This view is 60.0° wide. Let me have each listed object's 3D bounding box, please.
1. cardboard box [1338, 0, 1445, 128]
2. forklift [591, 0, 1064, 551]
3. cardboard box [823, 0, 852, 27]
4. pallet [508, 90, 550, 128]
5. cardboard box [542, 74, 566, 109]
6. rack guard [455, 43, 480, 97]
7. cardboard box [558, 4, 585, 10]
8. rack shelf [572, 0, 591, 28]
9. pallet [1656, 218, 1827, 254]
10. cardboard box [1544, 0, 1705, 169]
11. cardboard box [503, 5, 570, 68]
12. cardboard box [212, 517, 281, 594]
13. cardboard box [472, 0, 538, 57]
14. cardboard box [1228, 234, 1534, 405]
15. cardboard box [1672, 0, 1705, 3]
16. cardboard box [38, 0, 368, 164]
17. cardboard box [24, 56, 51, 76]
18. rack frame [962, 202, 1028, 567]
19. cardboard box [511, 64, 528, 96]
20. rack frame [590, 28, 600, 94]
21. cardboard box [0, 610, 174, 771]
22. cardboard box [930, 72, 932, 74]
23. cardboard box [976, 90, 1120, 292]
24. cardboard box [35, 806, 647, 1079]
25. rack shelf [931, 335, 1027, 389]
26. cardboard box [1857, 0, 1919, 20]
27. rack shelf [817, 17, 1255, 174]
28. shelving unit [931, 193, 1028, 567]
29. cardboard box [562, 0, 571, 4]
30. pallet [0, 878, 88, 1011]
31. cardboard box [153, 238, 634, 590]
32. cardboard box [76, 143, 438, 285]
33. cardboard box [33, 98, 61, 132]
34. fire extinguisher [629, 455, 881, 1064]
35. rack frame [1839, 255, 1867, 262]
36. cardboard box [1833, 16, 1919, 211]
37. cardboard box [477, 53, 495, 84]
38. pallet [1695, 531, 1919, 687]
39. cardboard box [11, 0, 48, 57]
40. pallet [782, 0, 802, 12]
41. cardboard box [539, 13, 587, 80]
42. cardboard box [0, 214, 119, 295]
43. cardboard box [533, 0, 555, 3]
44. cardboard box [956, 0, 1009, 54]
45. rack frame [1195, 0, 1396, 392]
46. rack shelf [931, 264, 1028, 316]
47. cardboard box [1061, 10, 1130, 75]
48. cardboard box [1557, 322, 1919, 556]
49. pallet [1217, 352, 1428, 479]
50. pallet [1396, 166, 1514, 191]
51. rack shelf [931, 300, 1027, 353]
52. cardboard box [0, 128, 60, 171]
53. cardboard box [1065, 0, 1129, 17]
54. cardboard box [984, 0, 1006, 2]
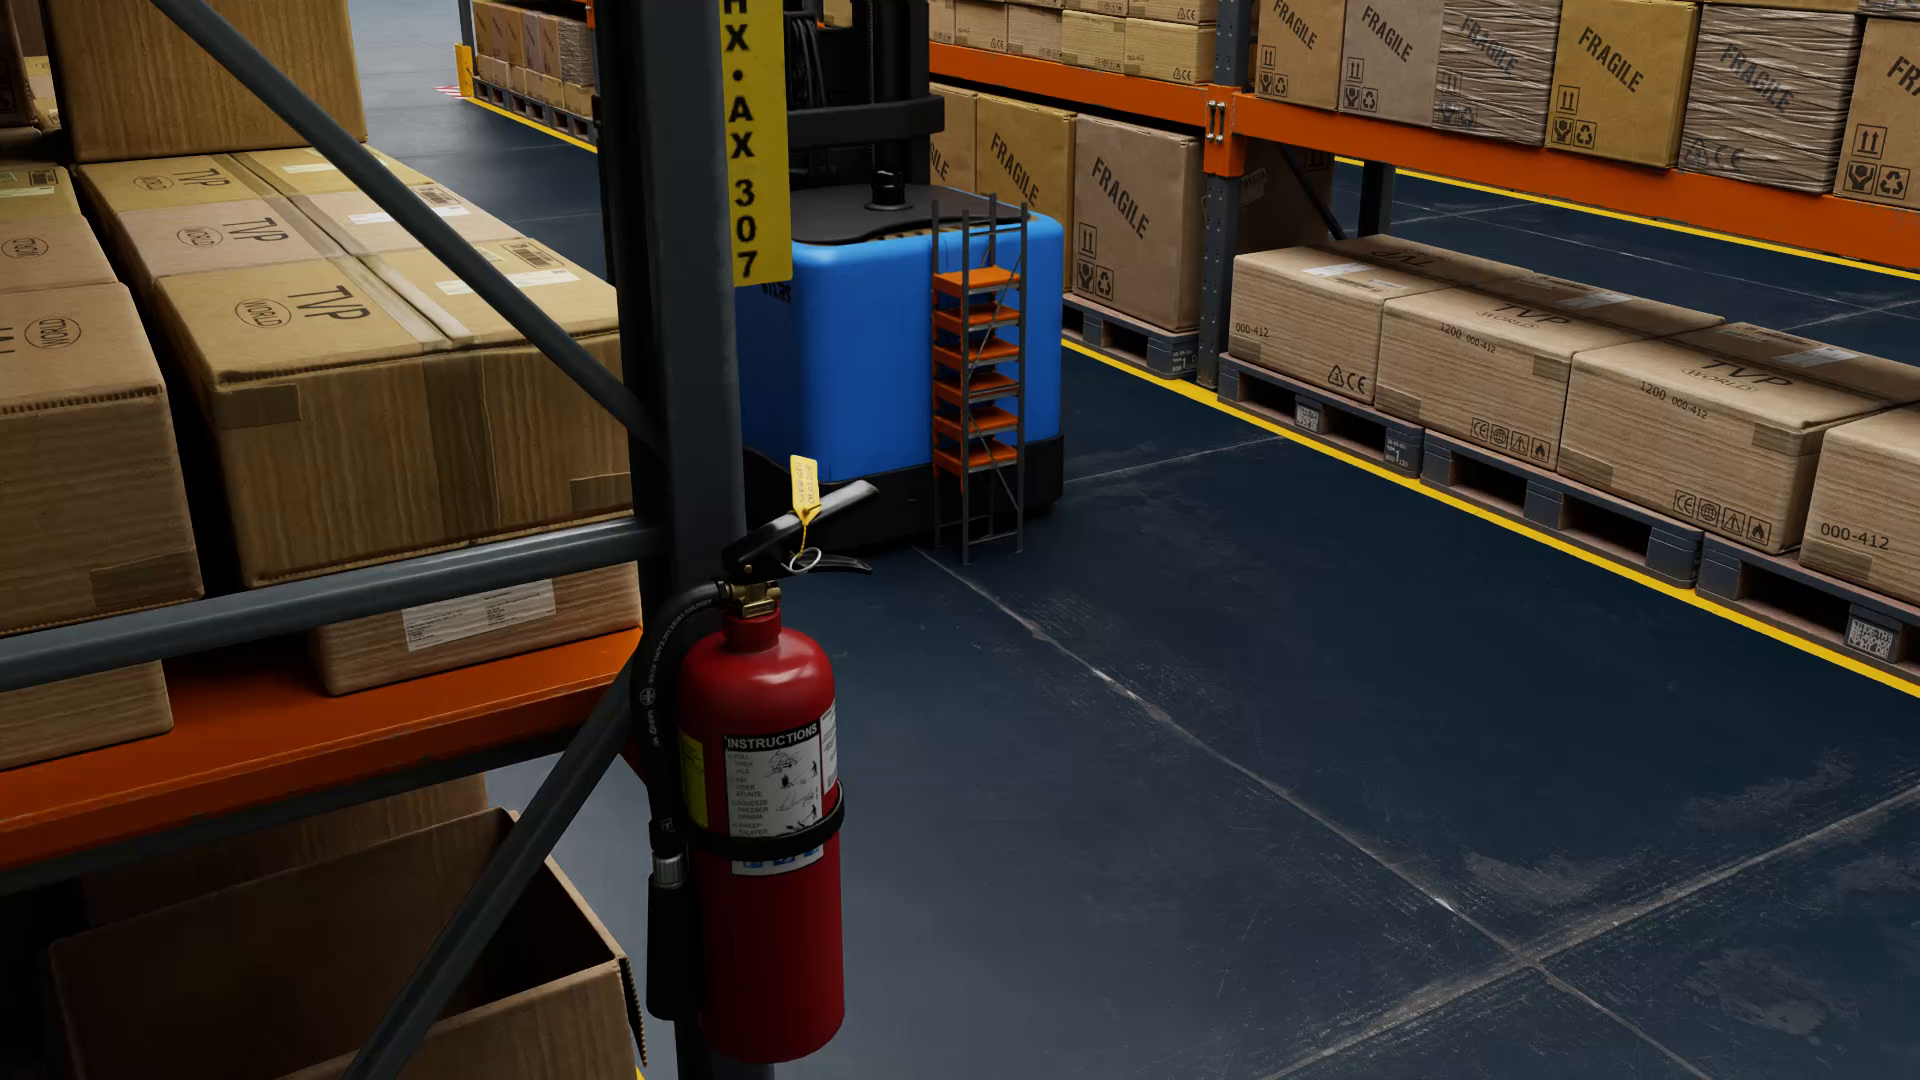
[{"bbox_3d":[1.798,-1.850,6.248,0.500,0.500,0.500,-12,25,-28],"label":"cardboard box"},{"bbox_3d":[-0.831,-1.826,6.411,1.130,2.935,3.031,-13,26,-29],"label":"forklift"},{"bbox_3d":[-0.479,-3.189,9.872,0.500,0.250,0.500,-13,26,-29],"label":"cardboard box"},{"bbox_3d":[-3.557,-4.074,15.554,1.003,0.211,1.213,-13,25,-28],"label":"pallet"},{"bbox_3d":[-3.370,-3.991,14.740,0.500,0.250,0.500,-13,26,-30],"label":"cardboard box"},{"bbox_3d":[-4.561,-4.872,17.134,1.175,0.500,0.348,-13,25,-28],"label":"rack guard"},{"bbox_3d":[-3.445,-4.781,15.687,0.500,0.500,0.500,-13,26,-29],"label":"cardboard box"},{"bbox_3d":[-3.578,-5.074,15.266,1.077,0.370,4.000,-13,25,-28],"label":"rack shelf"},{"bbox_3d":[5.335,-2.115,10.734,1.003,0.211,1.213,-13,25,-28],"label":"pallet"},{"bbox_3d":[2.310,-1.521,5.438,0.500,0.500,0.500,-12,25,-27],"label":"cardboard box"},{"bbox_3d":[-3.893,-4.668,15.412,0.500,0.500,0.500,-12,25,-27],"label":"cardboard box"},{"bbox_3d":[-0.794,-0.035,2.249,0.380,0.149,0.250,-12,25,-27],"label":"cardboard box"},{"bbox_3d":[-4.413,-5.001,16.229,0.500,0.500,0.500,-14,26,-30],"label":"cardboard box"},{"bbox_3d":[1.759,-0.954,7.019,0.875,0.438,0.875,-13,25,-29],"label":"cardboard box"},{"bbox_3d":[2.325,-1.982,5.244,0.500,0.500,0.500,-13,25,-29],"label":"cardboard box"},{"bbox_3d":[-1.459,-1.019,3.144,0.500,0.500,0.500,-12,25,-27],"label":"cardboard box"},{"bbox_3d":[-2.265,-1.164,4.497,0.500,0.250,0.500,-12,25,-27],"label":"cardboard box"},{"bbox_3d":[0.111,-0.489,5.421,0.240,1.200,0.006,-13,26,-29],"label":"rack frame"},{"bbox_3d":[-3.881,-4.320,15.550,0.500,0.250,0.500,-11,24,-25],"label":"cardboard box"},{"bbox_3d":[-2.556,-4.760,13.538,1.000,3.000,0.127,-13,25,-28],"label":"rack frame"},{"bbox_3d":[-1.092,0.141,1.813,0.380,0.149,0.250,-13,25,-29],"label":"cardboard box"},{"bbox_3d":[-0.232,-2.436,10.084,0.875,0.875,0.875,-13,25,-29],"label":"cardboard box"},{"bbox_3d":[0.677,-1.857,8.659,0.875,0.875,0.875,-12,25,-27],"label":"cardboard box"},{"bbox_3d":[-0.923,0.826,2.552,0.797,0.503,0.637,-14,26,-30],"label":"cardboard box"},{"bbox_3d":[0.062,-0.588,5.464,0.258,0.103,0.180,-13,26,-29],"label":"rack shelf"},{"bbox_3d":[2.830,-1.659,4.448,0.500,0.500,0.500,-13,25,-28],"label":"cardboard box"},{"bbox_3d":[0.509,-2.484,8.895,1.077,0.370,4.000,-13,25,-28],"label":"rack shelf"},{"bbox_3d":[0.062,-0.518,5.493,0.258,1.200,0.189,-13,26,-29],"label":"shelving unit"},{"bbox_3d":[-3.595,-5.226,15.922,0.380,0.149,0.250,-12,25,-27],"label":"cardboard box"},{"bbox_3d":[-1.758,0.696,3.820,1.003,0.211,1.213,-13,25,-28],"label":"pallet"},{"bbox_3d":[-0.692,-0.186,2.090,0.500,0.250,0.500,-12,25,-28],"label":"cardboard box"},{"bbox_3d":[-1.212,-0.513,2.894,0.500,0.250,0.500,-13,26,-29],"label":"cardboard box"},{"bbox_3d":[-1.753,-0.841,3.702,0.500,0.250,0.500,-13,25,-29],"label":"cardboard box"},{"bbox_3d":[-0.219,0.248,1.816,0.296,0.674,0.183,-13,25,-28],"label":"fire extinguisher"},{"bbox_3d":[5.734,-3.155,9.590,1.000,3.000,0.127,-13,25,-28],"label":"rack frame"},{"bbox_3d":[2.856,-1.192,4.628,0.500,0.500,0.500,-13,26,-29],"label":"cardboard box"},{"bbox_3d":[-4.425,-4.661,16.389,0.500,0.250,0.500,-13,25,-29],"label":"cardboard box"},{"bbox_3d":[3.098,0.173,5.106,1.003,0.211,1.213,-13,25,-28],"label":"pallet"},{"bbox_3d":[-2.790,-1.655,5.208,0.700,0.500,0.500,-12,25,-27],"label":"cardboard box"},{"bbox_3d":[-0.969,-3.586,10.906,1.213,0.211,1.003,-13,25,-28],"label":"pallet"},{"bbox_3d":[-3.351,-4.332,14.584,0.500,0.500,0.500,-12,25,-27],"label":"cardboard box"},{"bbox_3d":[-1.417,-0.253,2.253,0.500,0.250,0.500,-13,25,-28],"label":"cardboard box"},{"bbox_3d":[-3.966,-5.114,16.507,0.500,0.500,0.500,-12,25,-28],"label":"cardboard box"},{"bbox_3d":[0.316,-2.696,8.659,0.500,0.250,0.500,-13,25,-28],"label":"cardboard box"},{"bbox_3d":[1.530,-2.170,7.167,1.000,3.000,0.127,-13,25,-28],"label":"rack frame"},{"bbox_3d":[0.062,-0.810,5.374,0.258,0.103,0.180,-13,26,-29],"label":"rack shelf"},{"bbox_3d":[0.825,-2.362,7.839,0.500,0.250,0.500,-13,25,-29],"label":"cardboard box"},{"bbox_3d":[2.676,-0.372,5.588,0.875,0.438,0.875,-12,25,-27],"label":"cardboard box"},{"bbox_3d":[1.851,-0.617,7.049,1.003,0.211,1.213,-13,25,-28],"label":"pallet"},{"bbox_3d":[4.089,-2.905,12.677,1.003,0.211,1.213,-13,25,-28],"label":"pallet"},{"bbox_3d":[0.062,-0.699,5.419,0.258,0.103,0.180,-13,26,-29],"label":"rack shelf"},{"bbox_3d":[-1.933,-0.583,3.067,0.500,0.250,0.500,-13,25,-28],"label":"cardboard box"},{"bbox_3d":[0.834,-2.588,7.731,0.500,0.250,0.500,-12,25,-27],"label":"cardboard box"},{"bbox_3d":[0.288,-2.918,8.541,0.500,0.250,0.500,-12,25,-27],"label":"cardboard box"}]
